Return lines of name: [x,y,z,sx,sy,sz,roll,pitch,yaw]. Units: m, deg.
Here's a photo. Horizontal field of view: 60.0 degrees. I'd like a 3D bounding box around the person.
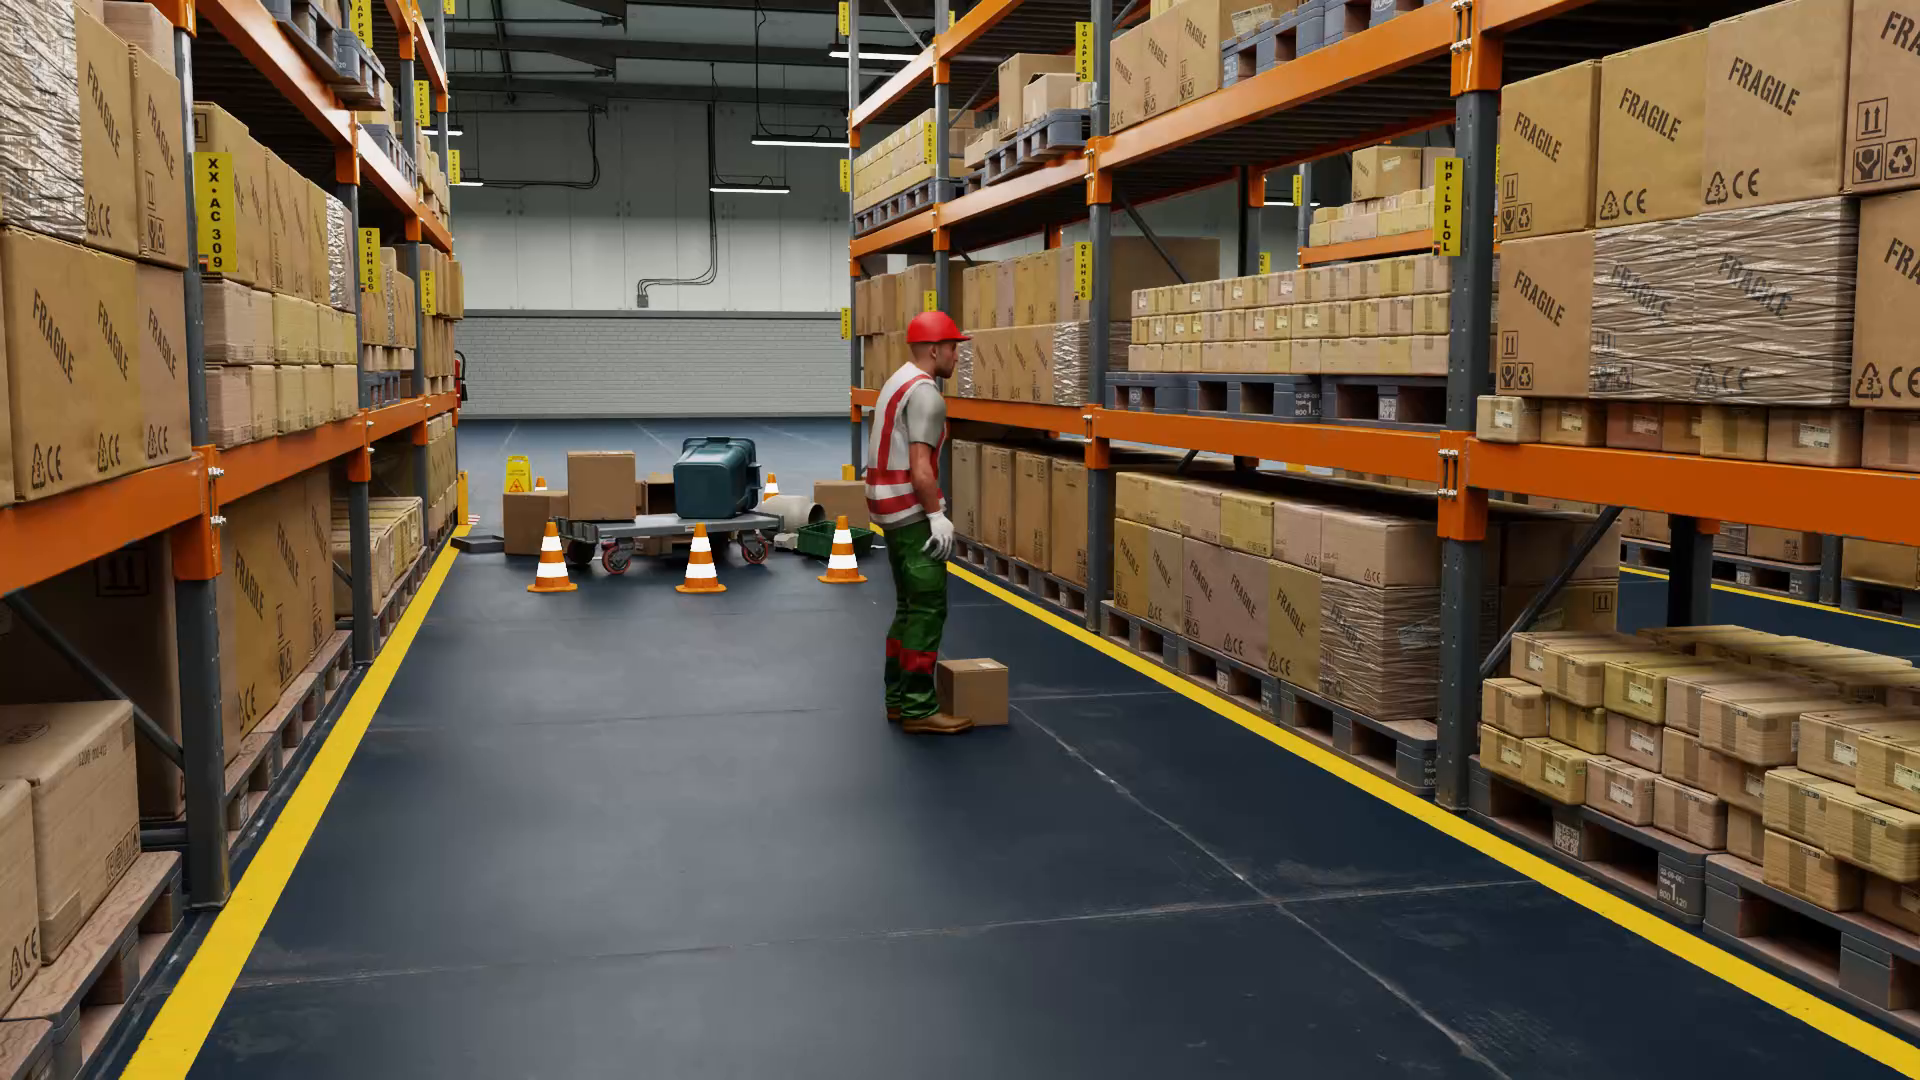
person: [-0.167,-0.087,7.139,0.449,1.780,0.607,-1,6,-13]
